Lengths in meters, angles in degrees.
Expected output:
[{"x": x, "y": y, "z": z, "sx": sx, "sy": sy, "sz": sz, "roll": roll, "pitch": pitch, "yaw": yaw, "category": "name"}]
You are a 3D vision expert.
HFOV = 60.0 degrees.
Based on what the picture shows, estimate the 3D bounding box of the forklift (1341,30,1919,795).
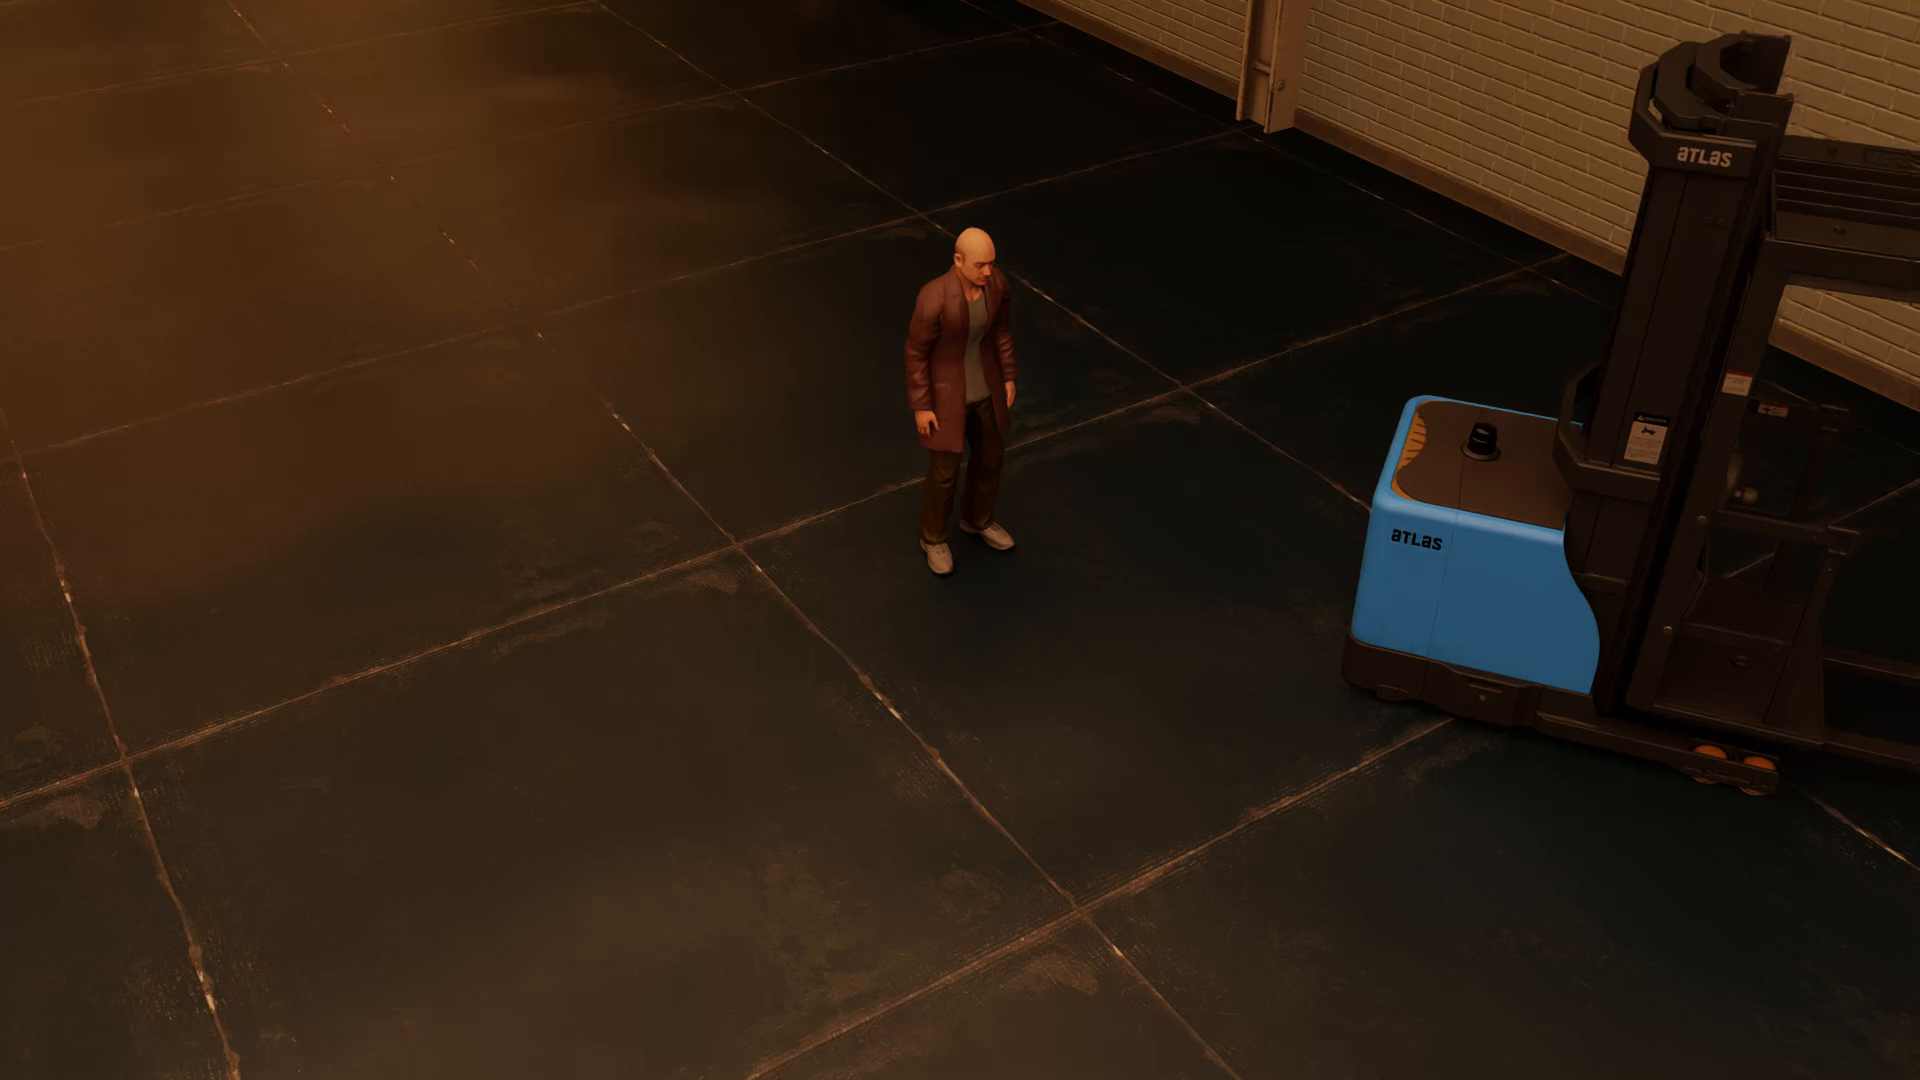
[{"x": 3.334, "y": -0.451, "z": 6.790, "sx": 3.031, "sy": 2.935, "sz": 1.130, "roll": 13, "pitch": 37, "yaw": 17, "category": "forklift"}]

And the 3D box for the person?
[{"x": 0.025, "y": -0.713, "z": 8.170, "sx": 0.644, "sy": 1.773, "sz": 0.431, "roll": -22, "pitch": 41, "yaw": -28, "category": "person"}]
